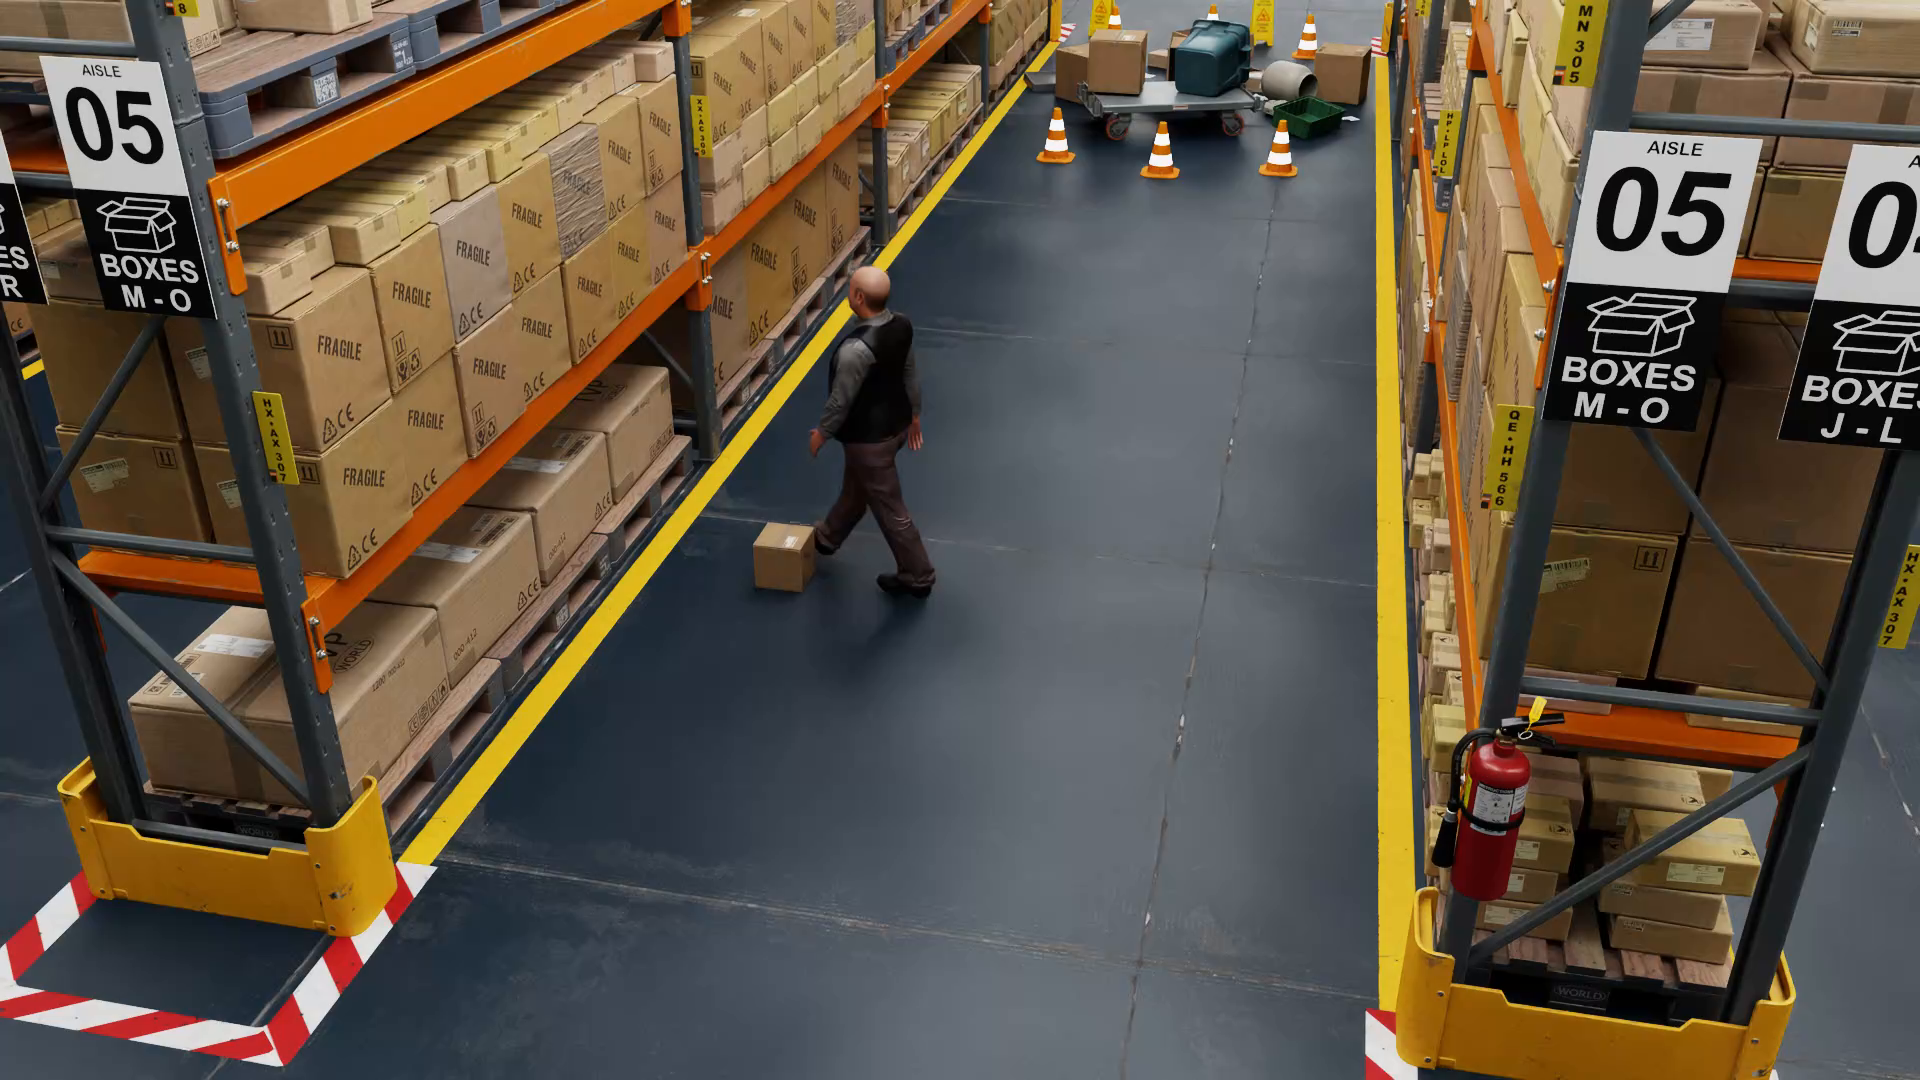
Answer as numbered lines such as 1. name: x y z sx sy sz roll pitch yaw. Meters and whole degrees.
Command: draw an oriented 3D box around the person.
1. person: -0.551 -0.540 8.109 0.920 1.690 0.548 11 30 19
